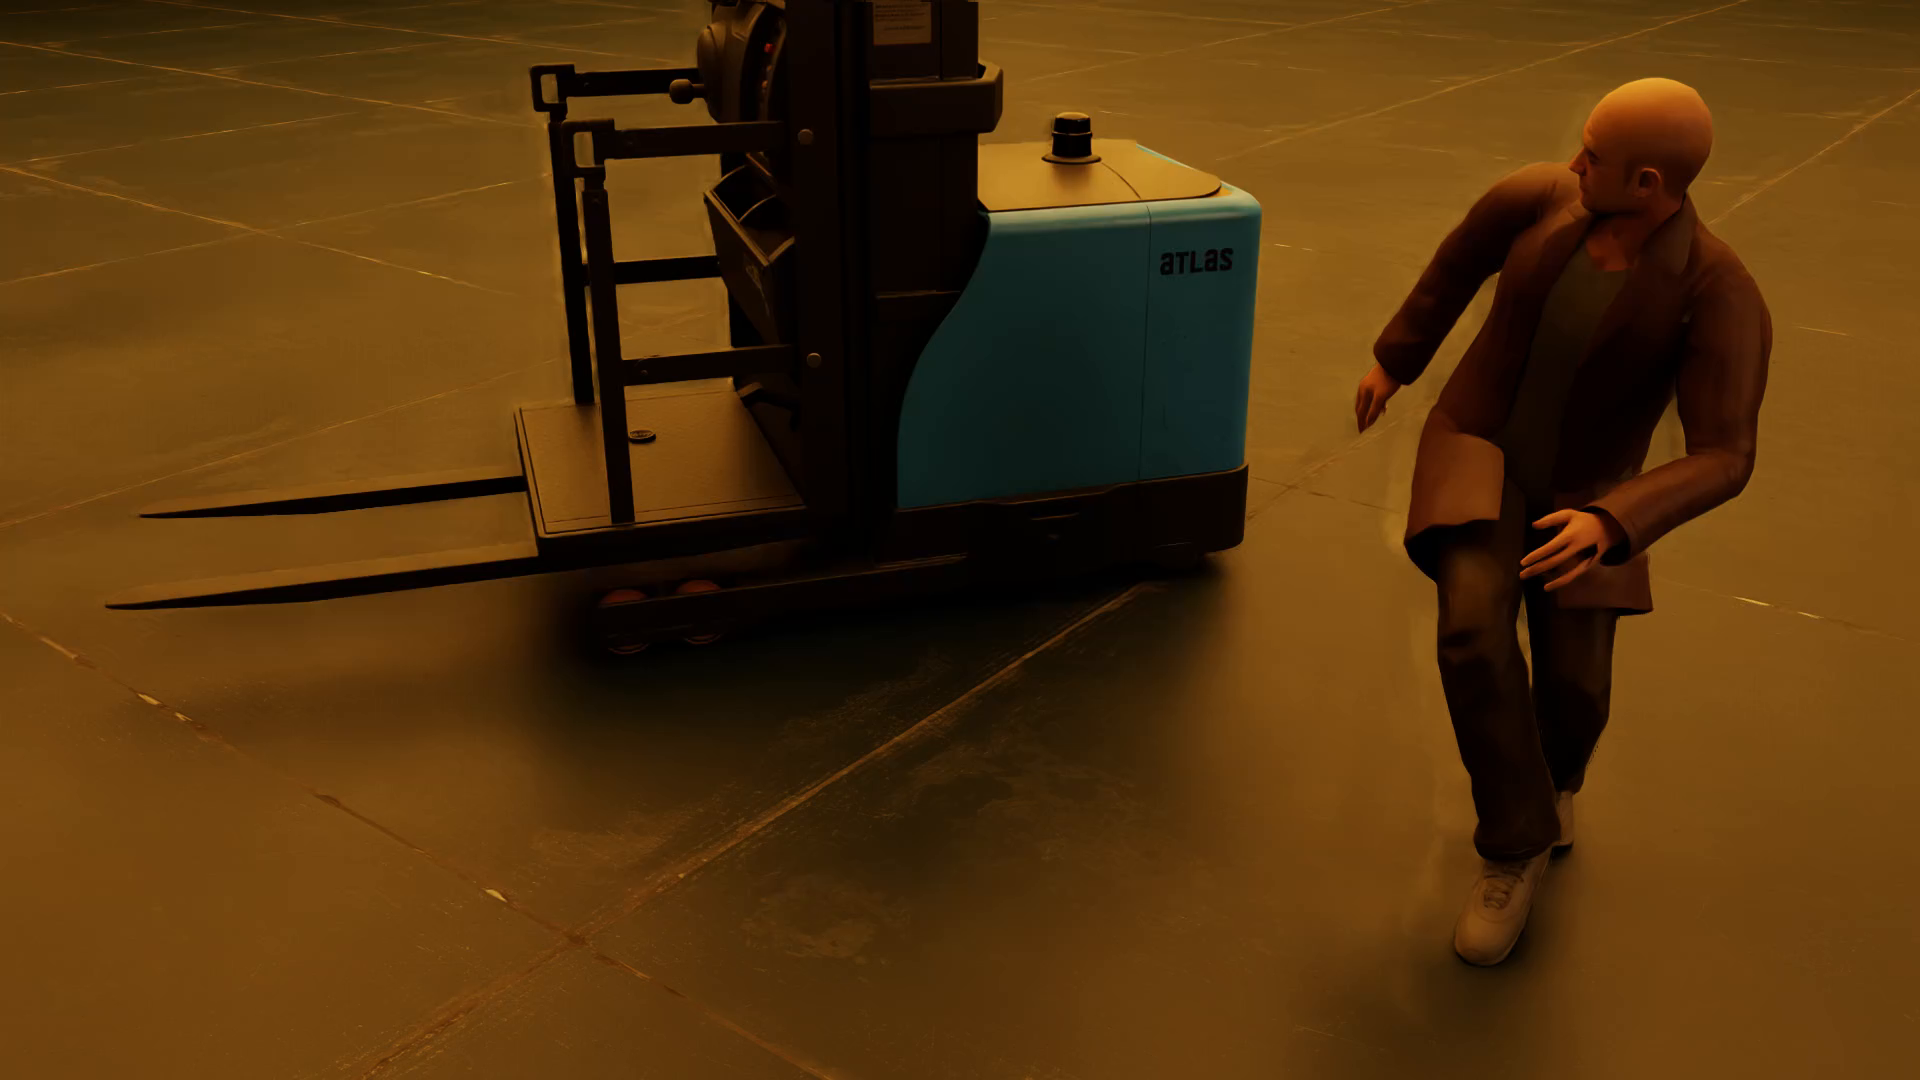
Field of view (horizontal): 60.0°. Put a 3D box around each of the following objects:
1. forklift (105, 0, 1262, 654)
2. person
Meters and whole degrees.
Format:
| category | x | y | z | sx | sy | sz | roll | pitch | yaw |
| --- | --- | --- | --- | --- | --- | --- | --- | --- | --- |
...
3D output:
| category | x | y | z | sx | sy | sz | roll | pitch | yaw |
| --- | --- | --- | --- | --- | --- | --- | --- | --- | --- |
| forklift | -0.749 | -1.282 | 4.286 | 3.031 | 2.935 | 1.130 | -7 | 24 | -16 |
| person | 1.069 | -0.076 | 3.213 | 0.804 | 1.606 | 0.829 | 11 | 26 | 24 |
